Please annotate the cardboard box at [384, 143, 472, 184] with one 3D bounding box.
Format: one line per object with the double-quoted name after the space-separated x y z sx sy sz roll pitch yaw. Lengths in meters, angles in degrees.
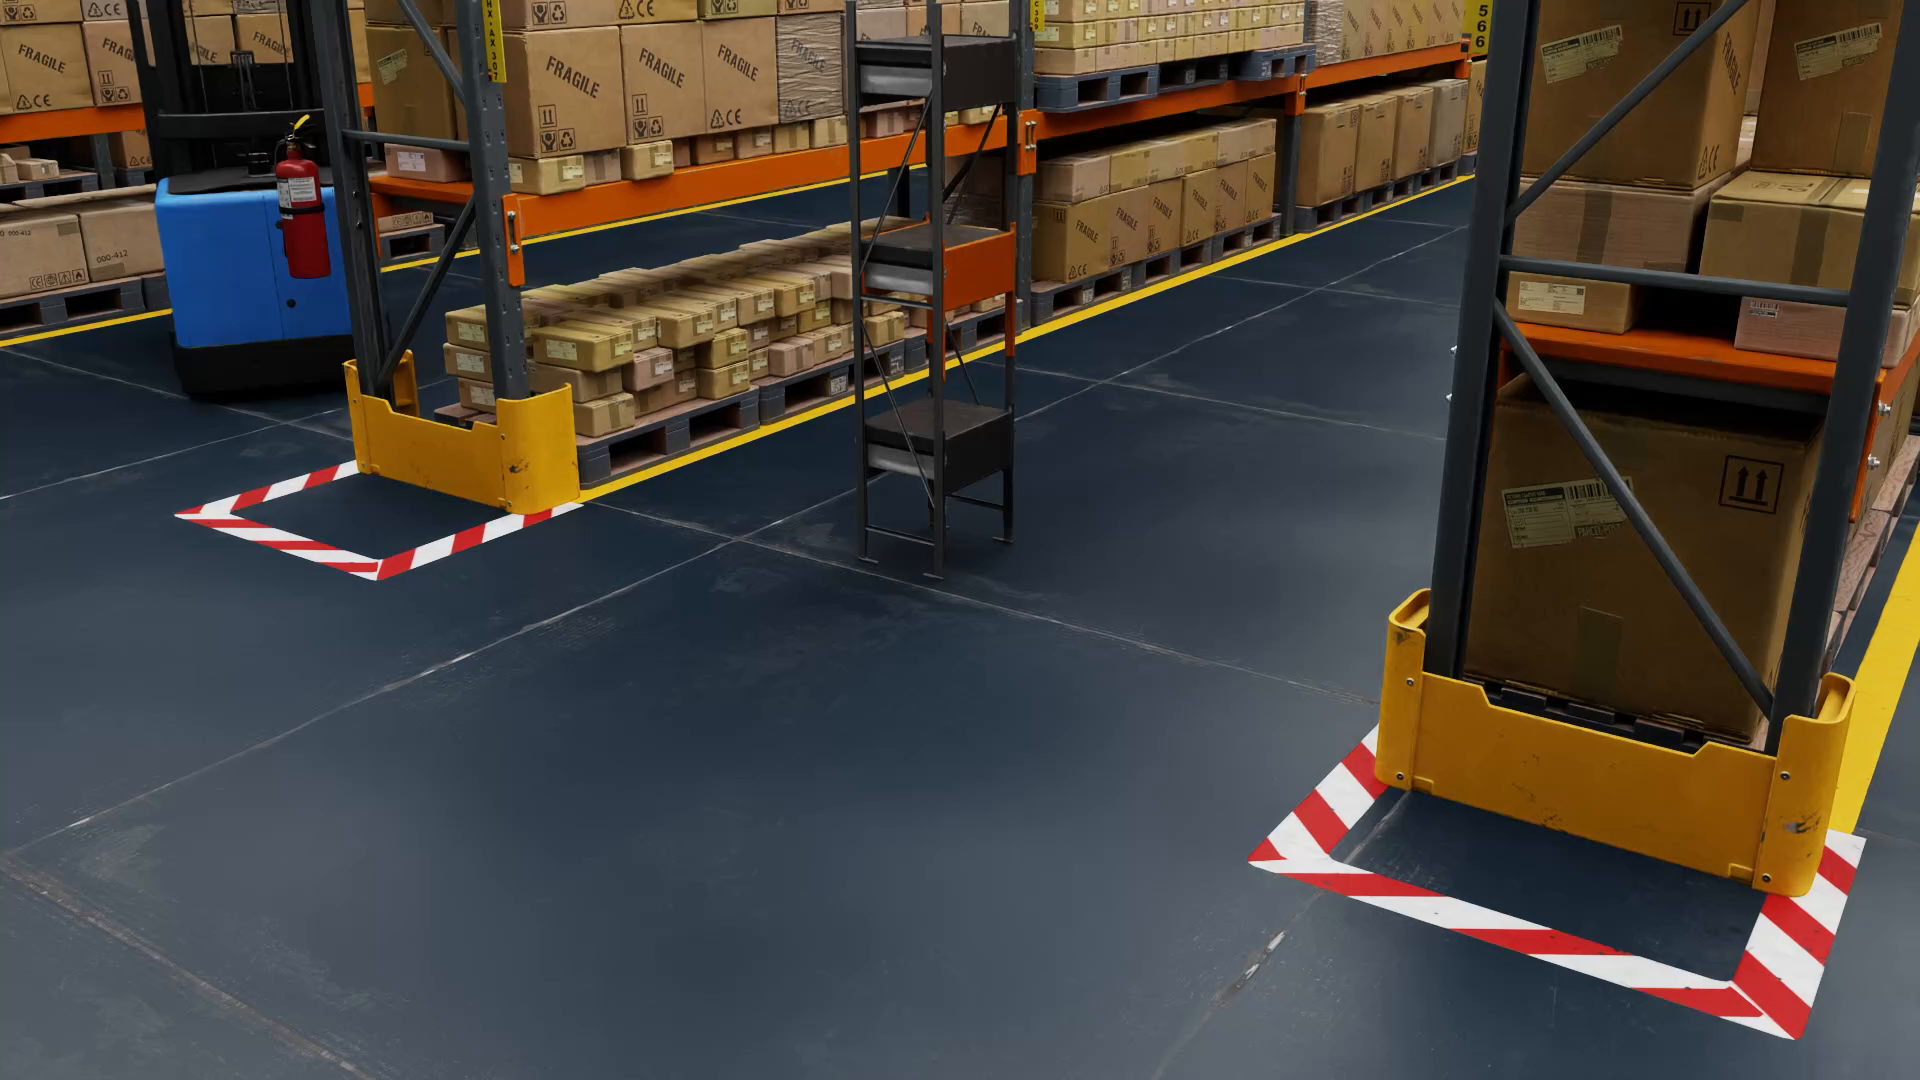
-2.310 -1.675 7.332 0.380 0.149 0.250 13 24 32 "cardboard box"

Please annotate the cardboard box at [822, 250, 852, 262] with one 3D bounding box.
-0.527 -1.469 9.060 0.380 0.149 0.250 12 23 29 "cardboard box"

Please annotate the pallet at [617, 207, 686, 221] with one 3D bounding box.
-3.105 -3.008 14.593 1.003 0.211 1.213 13 24 32 "pallet"

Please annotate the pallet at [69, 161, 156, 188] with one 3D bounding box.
-7.843 -3.628 16.269 1.003 0.211 1.213 13 24 32 "pallet"

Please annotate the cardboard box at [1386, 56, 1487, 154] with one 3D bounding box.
4.898 -4.455 16.941 0.875 0.875 0.875 14 24 33 "cardboard box"

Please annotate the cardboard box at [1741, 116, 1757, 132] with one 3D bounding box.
2.700 -1.350 5.877 0.500 0.250 0.500 13 24 32 "cardboard box"

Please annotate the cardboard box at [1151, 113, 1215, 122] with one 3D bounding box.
1.650 -3.165 12.915 0.500 0.250 0.500 12 23 29 "cardboard box"

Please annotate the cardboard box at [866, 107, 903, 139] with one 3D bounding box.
-0.525 -2.233 8.841 0.380 0.149 0.250 12 23 30 "cardboard box"

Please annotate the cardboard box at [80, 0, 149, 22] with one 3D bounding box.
-5.337 -3.477 10.257 0.500 0.500 0.500 13 24 31 "cardboard box"

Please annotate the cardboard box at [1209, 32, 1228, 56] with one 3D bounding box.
1.615 -3.421 11.445 0.380 0.149 0.250 14 25 33 "cardboard box"

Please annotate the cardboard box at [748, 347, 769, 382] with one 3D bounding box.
-1.188 -0.899 8.377 0.380 0.149 0.250 13 24 32 "cardboard box"

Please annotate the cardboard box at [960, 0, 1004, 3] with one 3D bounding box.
-0.052 -3.260 9.239 0.500 0.500 0.500 12 24 30 "cardboard box"

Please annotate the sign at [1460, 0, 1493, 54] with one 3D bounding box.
1.345 -1.412 4.248 0.100 0.325 0.005 13 24 32 "sign"

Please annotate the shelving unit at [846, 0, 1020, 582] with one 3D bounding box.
-0.093 -0.937 6.272 0.431 2.100 0.503 13 24 32 "shelving unit"

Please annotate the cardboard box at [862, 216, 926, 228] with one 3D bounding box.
-0.376 -1.872 10.150 0.380 0.149 0.250 14 25 34 "cardboard box"

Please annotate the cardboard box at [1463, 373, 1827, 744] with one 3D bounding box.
2.079 -0.048 5.027 0.875 0.875 0.875 13 24 32 "cardboard box"

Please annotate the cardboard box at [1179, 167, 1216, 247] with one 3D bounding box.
1.505 -2.421 11.985 0.500 0.500 0.500 12 23 29 "cardboard box"

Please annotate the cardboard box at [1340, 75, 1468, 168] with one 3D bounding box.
4.212 -4.033 15.983 1.050 0.750 0.750 13 24 32 "cardboard box"

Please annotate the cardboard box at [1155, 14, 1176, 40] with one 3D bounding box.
1.175 -3.335 10.786 0.380 0.149 0.250 14 25 34 "cardboard box"

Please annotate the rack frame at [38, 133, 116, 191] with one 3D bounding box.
-8.269 -4.695 15.135 1.000 3.000 0.127 13 24 32 "rack frame"

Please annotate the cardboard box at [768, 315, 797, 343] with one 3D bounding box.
-1.065 -1.132 8.577 0.380 0.149 0.250 15 25 35 "cardboard box"

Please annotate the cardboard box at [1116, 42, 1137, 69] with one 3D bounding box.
0.886 -3.046 10.433 0.380 0.149 0.250 13 24 32 "cardboard box"

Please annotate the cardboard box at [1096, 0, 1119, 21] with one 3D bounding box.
0.743 -3.255 10.139 0.380 0.149 0.250 14 25 33 "cardboard box"

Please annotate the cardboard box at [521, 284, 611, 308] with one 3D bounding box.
-1.942 -1.144 8.182 0.380 0.149 0.250 13 24 31 "cardboard box"

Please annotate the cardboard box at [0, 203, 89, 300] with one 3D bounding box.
-6.122 -1.785 10.354 0.875 0.438 0.875 12 24 30 "cardboard box"

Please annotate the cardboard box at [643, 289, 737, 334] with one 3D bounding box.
-1.310 -1.104 8.073 0.380 0.149 0.250 12 23 29 "cardboard box"

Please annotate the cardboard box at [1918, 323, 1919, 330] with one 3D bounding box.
2.545 -0.715 4.736 0.380 0.149 0.250 13 24 31 "cardboard box"

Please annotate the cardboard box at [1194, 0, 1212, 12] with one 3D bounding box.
1.466 -3.623 11.134 0.380 0.149 0.250 14 25 33 "cardboard box"

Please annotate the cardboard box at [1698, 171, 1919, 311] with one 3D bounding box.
2.279 -0.802 4.397 0.500 0.250 0.500 13 24 30 "cardboard box"

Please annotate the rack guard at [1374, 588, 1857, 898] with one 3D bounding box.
1.772 0.531 4.608 1.175 0.500 0.348 13 24 32 "rack guard"

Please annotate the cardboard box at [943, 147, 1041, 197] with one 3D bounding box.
0.199 -2.431 10.931 0.500 0.250 0.500 13 24 30 "cardboard box"

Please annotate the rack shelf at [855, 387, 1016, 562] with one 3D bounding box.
-0.093 -0.268 6.520 0.431 0.518 0.480 13 24 32 "rack shelf"

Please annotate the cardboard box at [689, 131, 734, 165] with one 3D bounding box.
-1.297 -1.877 7.879 0.380 0.149 0.250 13 24 31 "cardboard box"

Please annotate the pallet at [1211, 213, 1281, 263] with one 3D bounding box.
1.797 -2.408 12.970 1.003 0.211 1.213 13 24 32 "pallet"

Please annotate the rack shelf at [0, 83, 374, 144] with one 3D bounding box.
-5.286 -2.817 11.094 1.077 0.370 4.000 13 24 32 "rack shelf"

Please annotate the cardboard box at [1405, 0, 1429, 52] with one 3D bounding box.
3.846 -4.642 14.847 0.500 0.500 0.500 14 24 32 "cardboard box"

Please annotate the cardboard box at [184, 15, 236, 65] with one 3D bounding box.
-5.073 -3.149 10.811 0.500 0.500 0.500 14 25 34 "cardboard box"

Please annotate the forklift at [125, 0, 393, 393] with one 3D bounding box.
-4.121 -2.612 9.600 1.130 2.935 3.031 -8 22 -21 "forklift"

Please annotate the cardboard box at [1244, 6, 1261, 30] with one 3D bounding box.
1.901 -3.703 11.780 0.380 0.149 0.250 13 24 32 "cardboard box"

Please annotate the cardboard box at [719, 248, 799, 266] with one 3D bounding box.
-1.104 -1.492 9.122 0.380 0.149 0.250 12 24 30 "cardboard box"

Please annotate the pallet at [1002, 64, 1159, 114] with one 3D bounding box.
0.539 -2.893 10.538 1.003 0.211 1.213 13 24 32 "pallet"

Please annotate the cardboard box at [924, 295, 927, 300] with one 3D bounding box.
-0.203 -1.479 9.514 0.380 0.149 0.250 12 24 30 "cardboard box"

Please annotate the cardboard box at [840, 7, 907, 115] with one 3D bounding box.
-0.623 -2.493 8.609 0.500 0.500 0.500 13 24 32 "cardboard box"

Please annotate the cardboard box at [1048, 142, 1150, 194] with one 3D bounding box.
0.920 -2.482 11.068 0.500 0.250 0.500 14 25 33 "cardboard box"

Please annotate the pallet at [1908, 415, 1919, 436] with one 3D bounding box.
4.406 -0.724 8.418 1.003 0.211 1.213 13 24 32 "pallet"

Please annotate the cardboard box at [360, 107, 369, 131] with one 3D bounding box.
-6.370 -4.563 17.774 0.500 0.500 0.500 13 24 31 "cardboard box"

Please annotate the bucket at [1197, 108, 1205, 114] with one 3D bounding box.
2.656 -4.754 17.820 0.620 0.611 0.726 -24 30 -29 "bucket"

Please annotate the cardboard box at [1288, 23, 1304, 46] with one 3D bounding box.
2.340 -3.788 12.438 0.380 0.149 0.250 14 24 33 "cardboard box"

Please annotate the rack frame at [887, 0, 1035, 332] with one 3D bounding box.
-0.011 -2.792 9.989 1.000 3.000 0.127 13 24 32 "rack frame"

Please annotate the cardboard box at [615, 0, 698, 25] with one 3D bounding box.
-1.509 -2.523 7.247 0.500 0.500 0.500 14 25 33 "cardboard box"

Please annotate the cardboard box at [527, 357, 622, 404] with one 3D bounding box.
-1.753 -0.744 7.528 0.380 0.149 0.250 14 25 34 "cardboard box"

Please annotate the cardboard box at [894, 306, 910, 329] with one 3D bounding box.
-0.509 -1.274 9.390 0.380 0.149 0.250 13 24 31 "cardboard box"

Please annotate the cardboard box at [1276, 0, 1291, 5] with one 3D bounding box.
2.198 -3.996 12.144 0.380 0.149 0.250 13 24 31 "cardboard box"
